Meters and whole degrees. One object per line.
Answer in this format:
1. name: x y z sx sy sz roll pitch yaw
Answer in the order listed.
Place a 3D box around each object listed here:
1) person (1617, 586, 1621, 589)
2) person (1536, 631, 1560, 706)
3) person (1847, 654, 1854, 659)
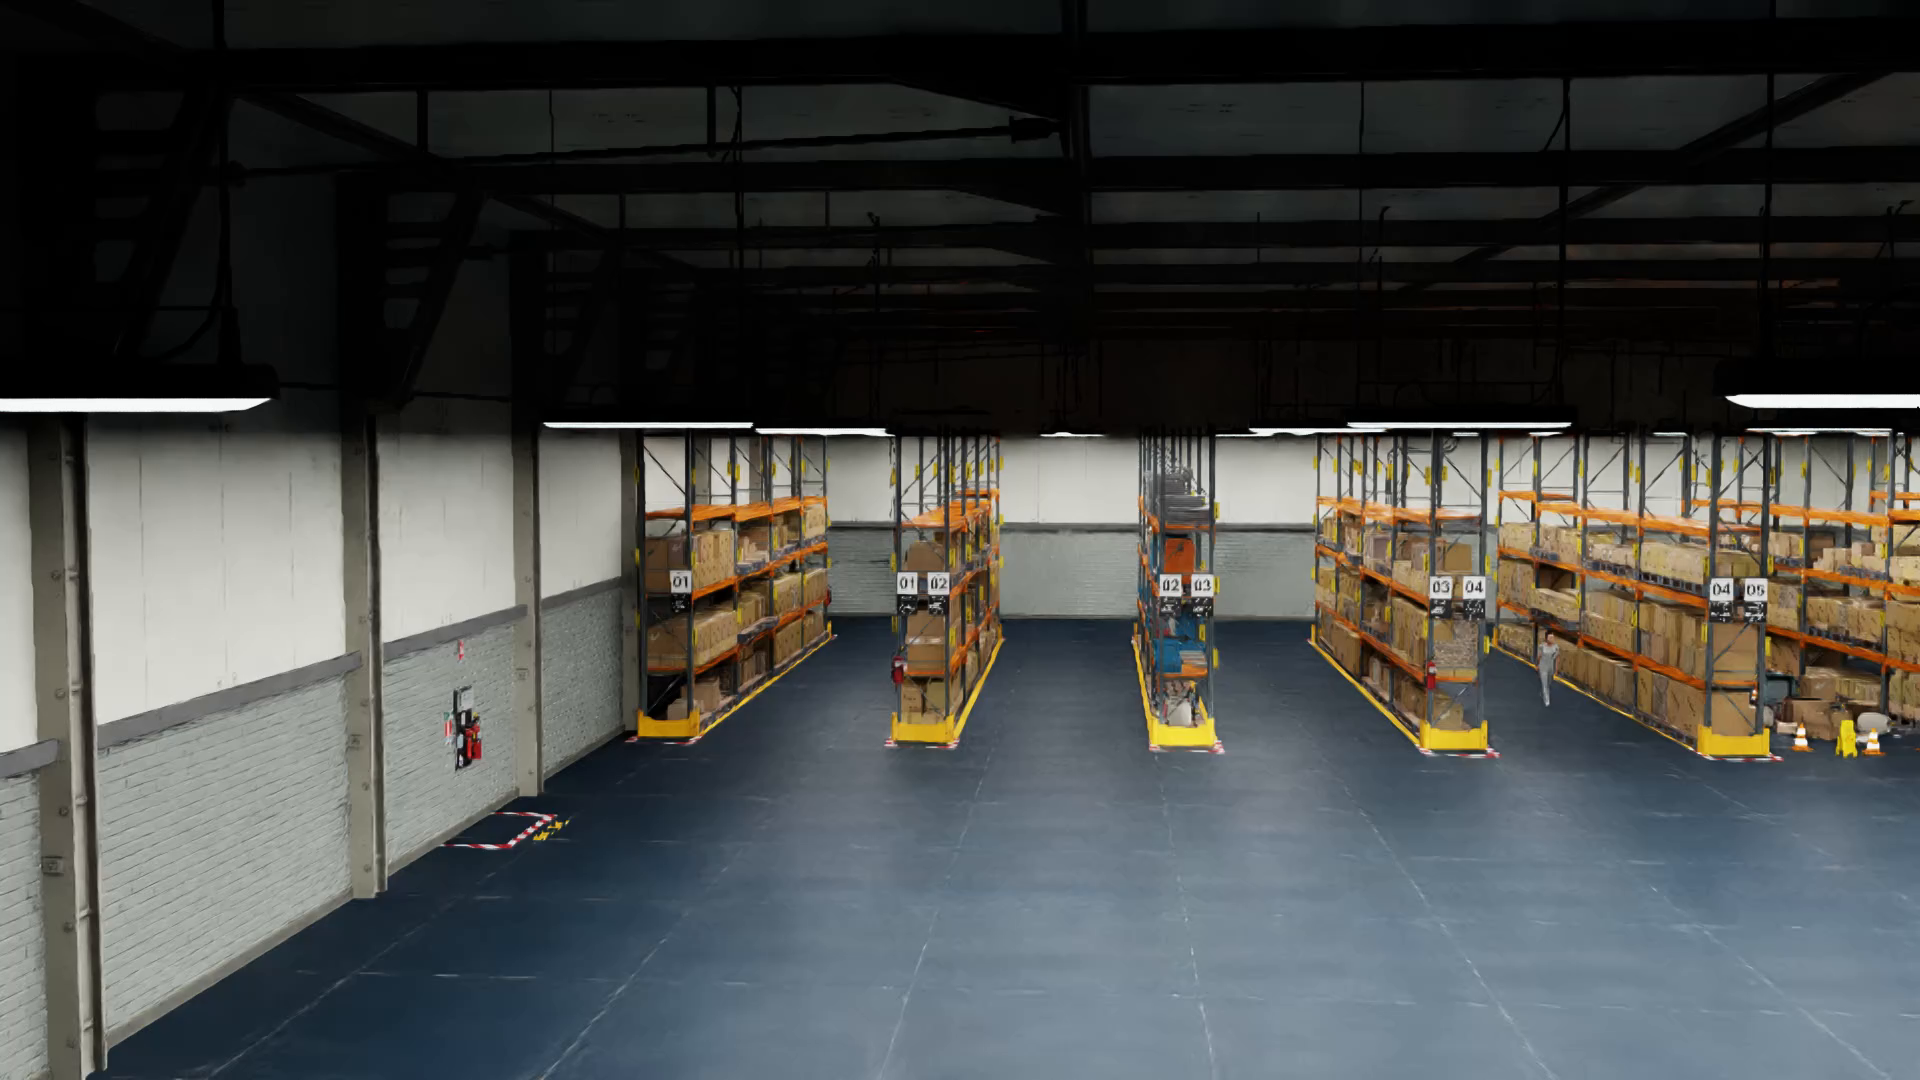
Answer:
1. person: 17.703 2.105 44.543 0.448 1.778 0.676 0 4 -8
2. person: 12.667 2.734 35.763 0.443 1.591 1.113 0 3 2
3. person: 22.971 2.243 43.264 0.545 1.660 0.595 1 4 22
